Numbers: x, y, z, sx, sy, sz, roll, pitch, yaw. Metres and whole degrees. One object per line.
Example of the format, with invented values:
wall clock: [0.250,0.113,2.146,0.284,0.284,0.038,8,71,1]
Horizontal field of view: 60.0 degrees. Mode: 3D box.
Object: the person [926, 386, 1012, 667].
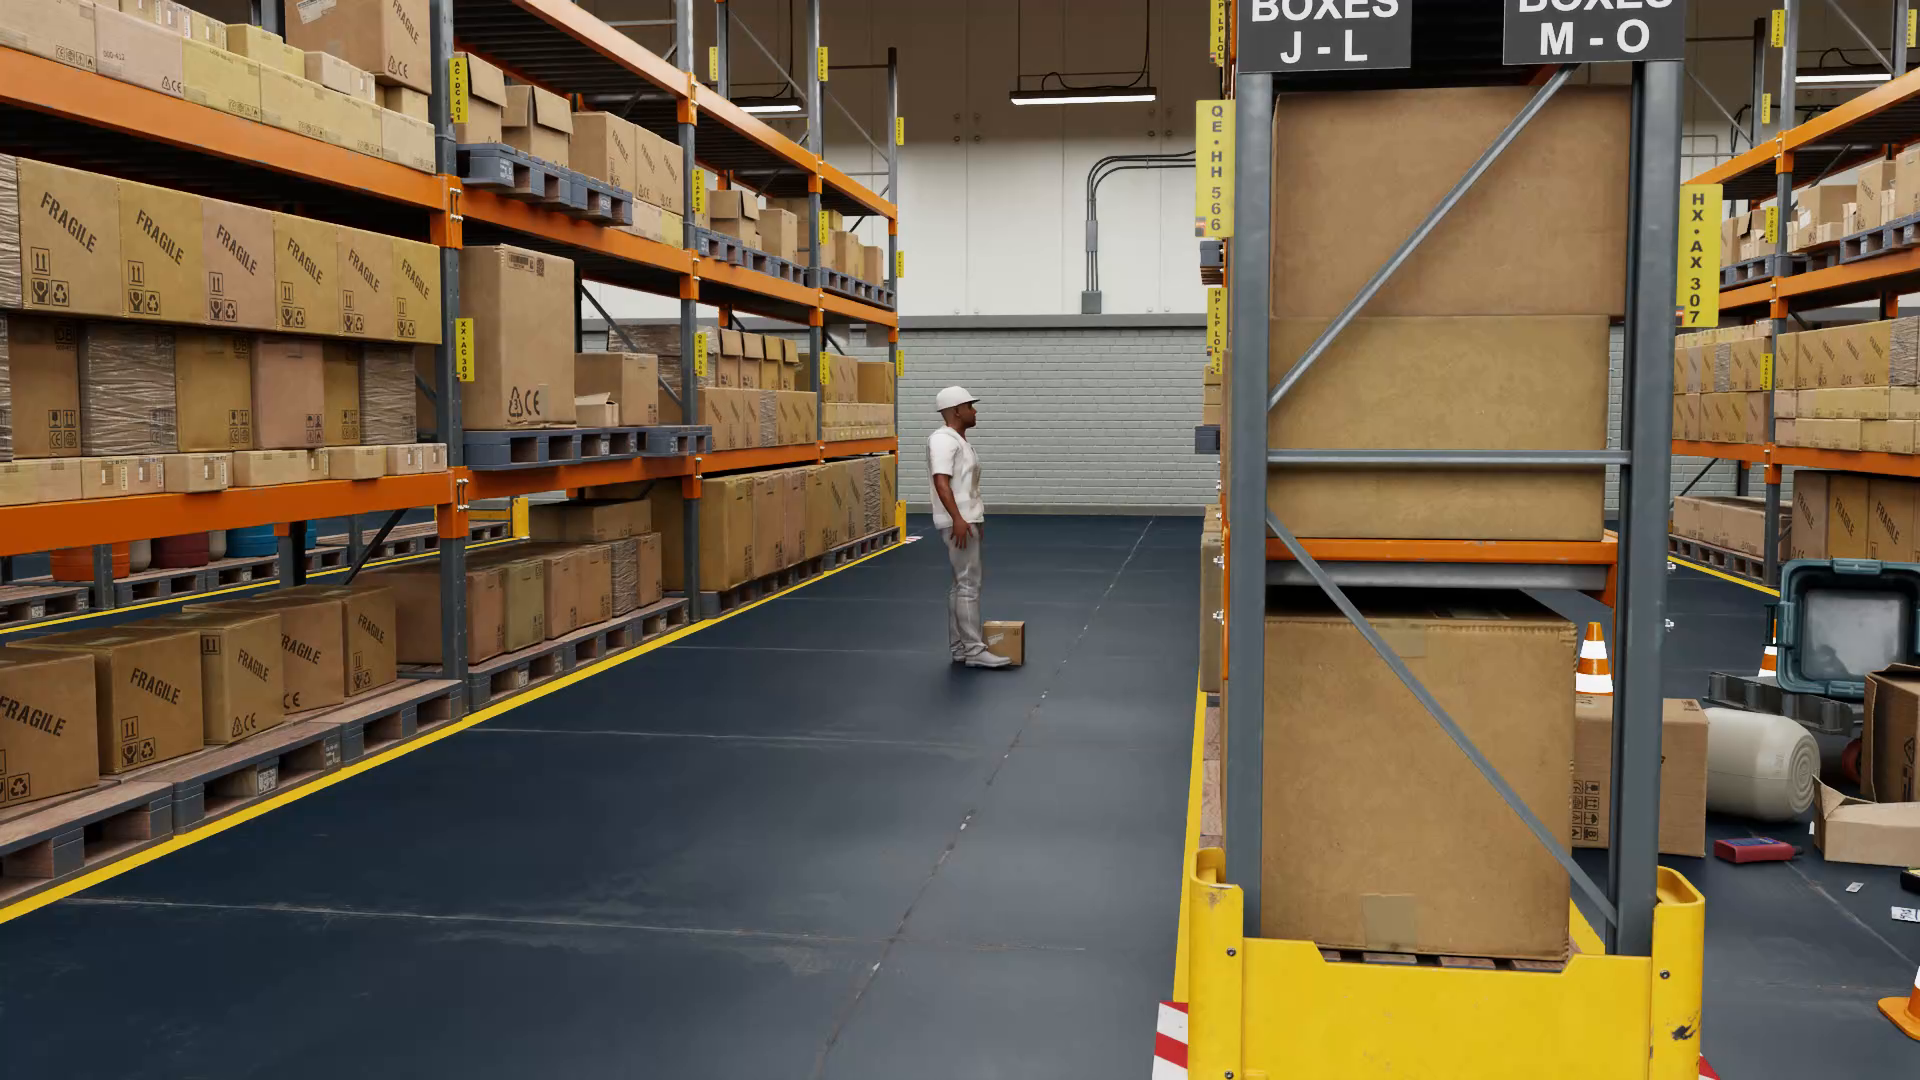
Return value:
person: [0.081,-0.100,10.668,0.574,1.769,0.665,1,4,9]
